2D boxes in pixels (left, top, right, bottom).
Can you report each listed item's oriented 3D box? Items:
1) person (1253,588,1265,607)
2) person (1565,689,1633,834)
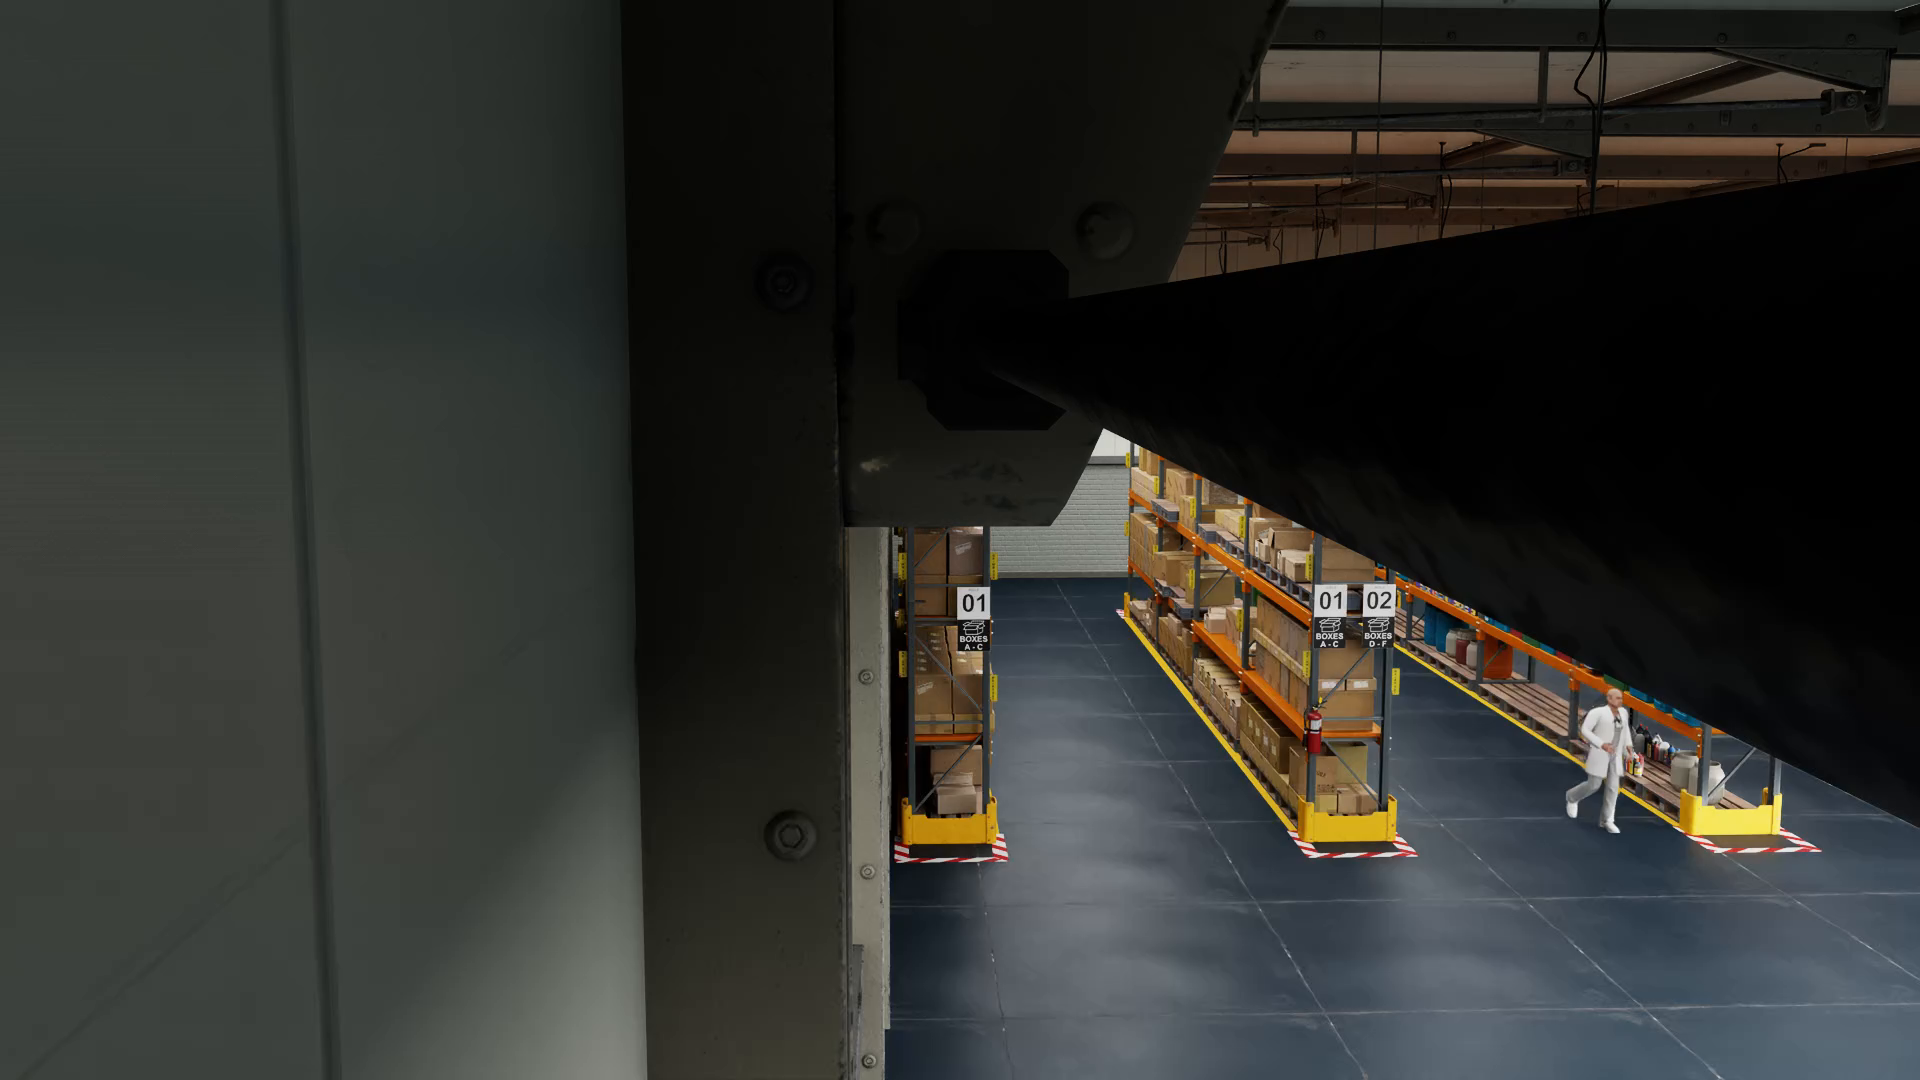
[{"bbox_3d":[6.306,1.001,34.560,0.662,1.764,0.977,-2,8,-15],"label":"person"},{"bbox_3d":[8.227,2.753,21.150,0.767,1.765,0.930,-2,8,-15],"label":"person"}]
